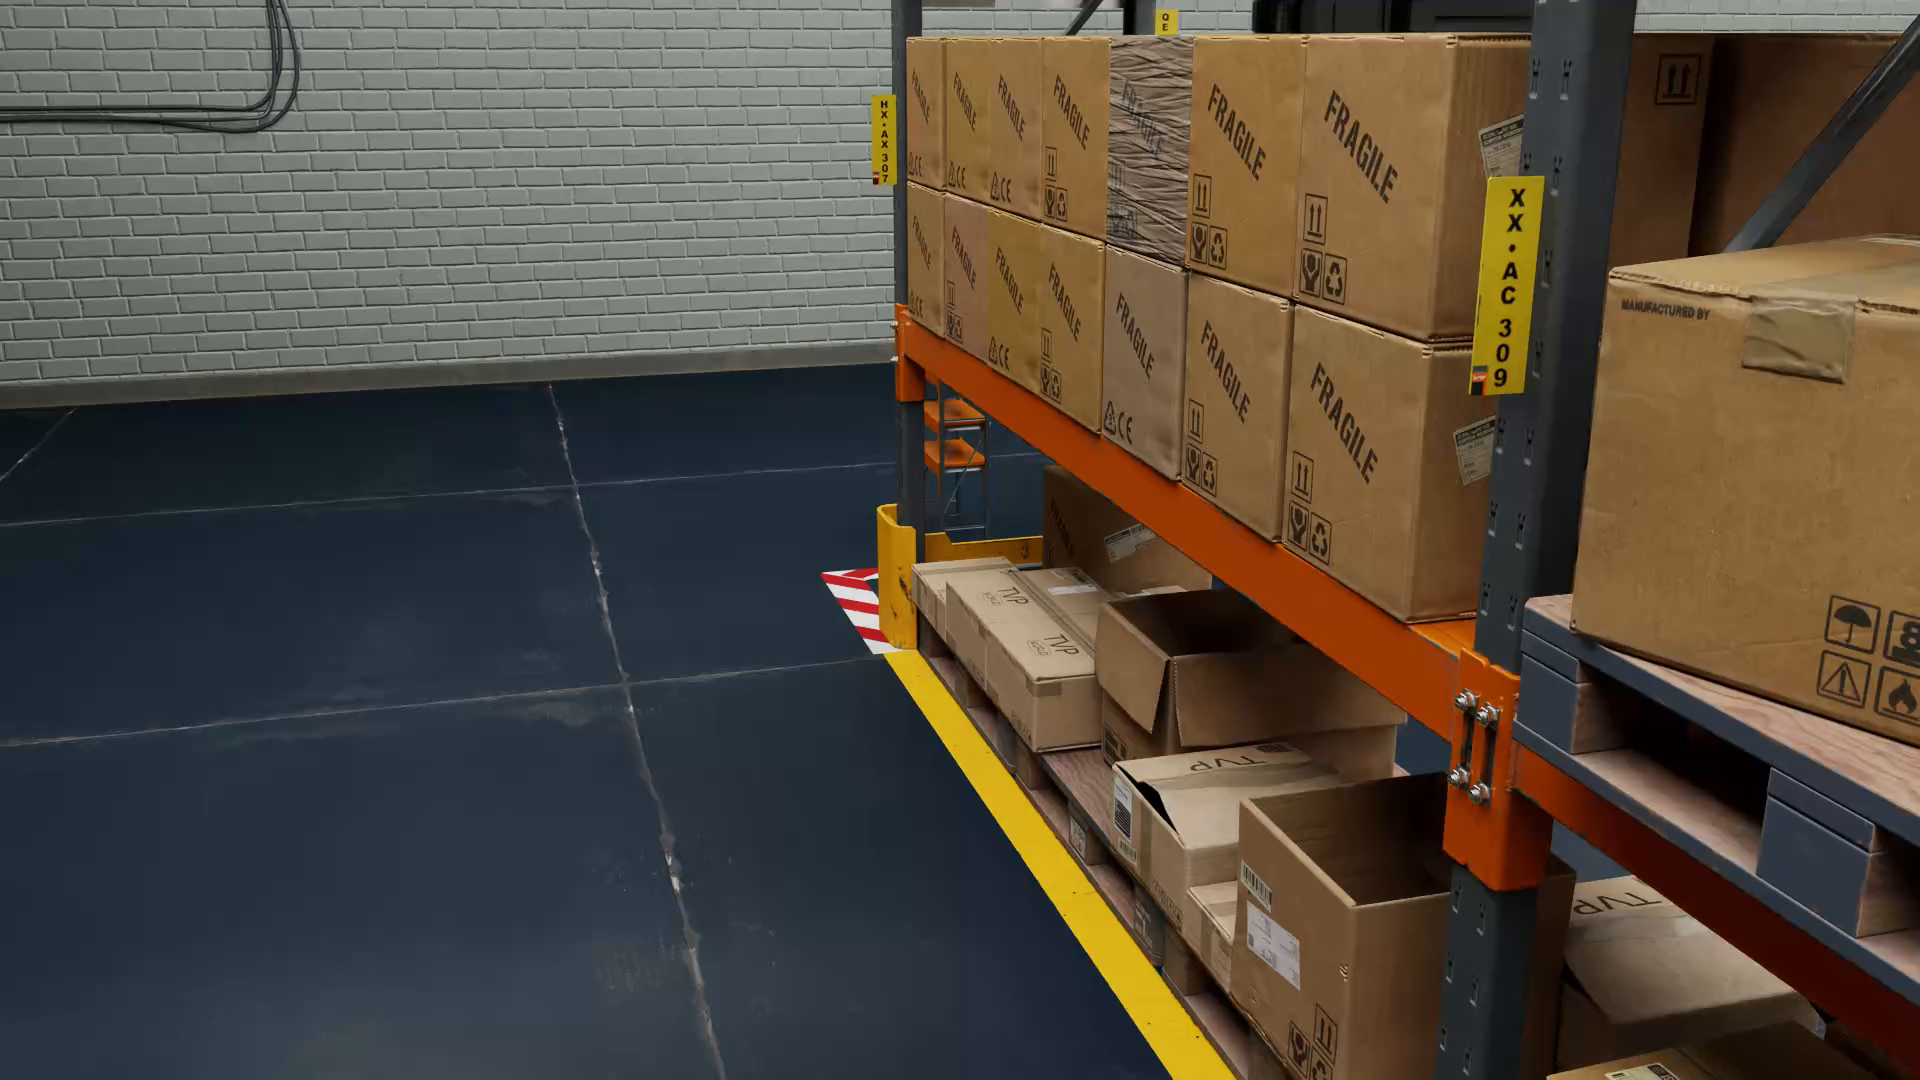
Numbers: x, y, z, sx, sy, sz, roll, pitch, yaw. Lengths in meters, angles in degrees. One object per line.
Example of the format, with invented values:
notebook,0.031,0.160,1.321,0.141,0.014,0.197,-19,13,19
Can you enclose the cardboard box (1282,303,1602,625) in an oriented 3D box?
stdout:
cardboard box,0.958,-0.175,3.148,0.500,0.500,0.500,-4,17,-14

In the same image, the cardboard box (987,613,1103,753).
cardboard box,0.395,0.440,5.289,0.500,0.250,0.500,-5,17,-15

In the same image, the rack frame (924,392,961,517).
rack frame,-0.113,-0.688,8.157,0.240,1.200,0.015,-5,17,-15

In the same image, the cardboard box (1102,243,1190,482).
cardboard box,0.672,-0.460,4.095,0.500,0.500,0.500,-4,17,-14

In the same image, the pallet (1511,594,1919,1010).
pallet,1.457,0.312,2.033,1.003,0.211,1.213,-5,17,-15

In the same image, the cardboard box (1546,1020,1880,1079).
cardboard box,1.241,1.130,2.556,0.500,0.500,0.500,-6,18,-18

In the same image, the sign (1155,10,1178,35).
sign,0.782,-1.860,6.368,0.100,0.325,0.005,-5,17,-15

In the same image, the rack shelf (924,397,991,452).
rack shelf,-0.045,-0.556,7.951,0.258,0.148,0.480,-5,17,-15

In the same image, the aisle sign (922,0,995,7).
aisle sign,-0.058,-2.357,6.064,0.394,0.787,0.004,-5,17,-15

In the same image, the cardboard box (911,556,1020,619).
cardboard box,0.028,0.182,6.324,0.380,0.149,0.250,-5,17,-15

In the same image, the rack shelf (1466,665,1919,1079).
rack shelf,1.892,0.888,1.031,1.077,0.370,4.000,-5,17,-15

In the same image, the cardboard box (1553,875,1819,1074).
cardboard box,1.435,0.934,3.536,0.500,0.311,0.500,-5,17,-15

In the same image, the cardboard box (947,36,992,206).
cardboard box,0.262,-1.355,5.337,0.500,0.500,0.500,-5,17,-15

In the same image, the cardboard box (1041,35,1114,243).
cardboard box,0.536,-1.076,4.408,0.500,0.500,0.500,-5,17,-16

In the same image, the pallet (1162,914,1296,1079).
pallet,1.154,1.136,3.803,1.003,0.211,1.213,-5,17,-15

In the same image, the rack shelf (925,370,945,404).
rack shelf,-0.045,-0.770,7.887,0.258,0.148,0.480,-5,17,-15

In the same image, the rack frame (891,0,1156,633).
rack frame,0.243,-1.116,6.453,1.000,3.000,0.127,-5,17,-15

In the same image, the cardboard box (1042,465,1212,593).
cardboard box,0.629,0.001,6.313,0.500,0.500,0.500,-5,17,-15

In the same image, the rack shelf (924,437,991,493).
rack shelf,-0.045,-0.366,8.008,0.258,0.148,0.480,-5,17,-15

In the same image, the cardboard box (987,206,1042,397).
cardboard box,0.393,-0.739,5.024,0.500,0.500,0.500,-5,17,-15

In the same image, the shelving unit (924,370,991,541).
shelving unit,-0.045,-0.620,7.932,0.258,1.200,0.503,-5,17,-15

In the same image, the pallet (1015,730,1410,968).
pallet,0.816,0.798,4.929,1.003,0.211,1.213,-5,17,-15

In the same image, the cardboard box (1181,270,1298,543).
cardboard box,0.815,-0.318,3.622,0.500,0.500,0.500,-4,17,-14

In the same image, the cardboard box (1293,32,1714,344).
cardboard box,0.954,-0.656,3.009,0.500,0.500,0.500,-5,17,-15

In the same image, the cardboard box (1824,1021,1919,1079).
cardboard box,1.753,1.091,2.687,0.500,0.500,0.500,-5,17,-16

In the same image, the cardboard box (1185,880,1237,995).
cardboard box,0.752,0.911,3.896,0.380,0.149,0.250,-5,17,-15

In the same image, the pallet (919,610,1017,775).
pallet,0.484,0.461,6.050,1.003,0.211,1.213,-5,17,-15

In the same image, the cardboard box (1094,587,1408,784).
cardboard box,0.821,0.456,4.794,0.797,0.503,0.637,-5,17,-15

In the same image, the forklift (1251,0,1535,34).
forklift,2.129,-1.485,7.800,3.031,2.935,1.130,-2,17,-7

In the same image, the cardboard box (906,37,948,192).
cardboard box,0.111,-1.499,5.817,0.500,0.500,0.500,-4,17,-14

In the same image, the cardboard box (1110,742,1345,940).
cardboard box,0.707,0.725,4.234,0.500,0.311,0.500,-5,17,-15

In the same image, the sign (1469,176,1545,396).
sign,0.823,-0.379,2.495,0.100,0.325,0.005,-5,17,-15

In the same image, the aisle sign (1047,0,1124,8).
aisle sign,0.519,-2.404,6.222,0.394,0.787,0.004,-5,17,-15

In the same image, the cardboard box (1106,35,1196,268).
cardboard box,0.673,-0.937,3.944,0.500,0.500,0.500,-5,17,-15

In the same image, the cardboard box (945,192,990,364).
cardboard box,0.258,-0.878,5.487,0.500,0.500,0.500,-5,17,-16

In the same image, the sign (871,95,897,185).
sign,-0.279,-1.488,6.185,0.100,0.325,0.005,-5,17,-15

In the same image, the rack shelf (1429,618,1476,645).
rack shelf,0.793,-0.312,4.687,0.919,0.124,3.809,-5,17,-15

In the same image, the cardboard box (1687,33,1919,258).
cardboard box,1.483,-0.689,3.119,0.500,0.500,0.500,-4,17,-14

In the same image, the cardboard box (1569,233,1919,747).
cardboard box,1.257,-0.110,2.200,0.700,0.500,0.500,-12,20,-34

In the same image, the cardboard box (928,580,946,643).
cardboard box,0.096,0.243,6.091,0.380,0.166,0.250,-5,17,-15

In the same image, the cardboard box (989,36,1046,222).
cardboard box,0.395,-1.216,4.875,0.500,0.500,0.500,-4,17,-14

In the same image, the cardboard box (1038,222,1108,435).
cardboard box,0.529,-0.600,4.563,0.500,0.500,0.500,-4,17,-15

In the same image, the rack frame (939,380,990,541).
rack frame,0.022,-0.553,7.707,0.240,1.200,0.015,-5,17,-15

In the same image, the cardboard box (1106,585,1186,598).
cardboard box,0.654,0.280,5.965,0.380,0.166,0.250,-5,17,-15

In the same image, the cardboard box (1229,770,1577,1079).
cardboard box,0.913,0.842,3.516,0.500,0.500,0.500,-5,17,-15

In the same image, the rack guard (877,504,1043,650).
rack guard,0.264,0.102,6.743,1.175,0.500,0.348,-5,17,-15

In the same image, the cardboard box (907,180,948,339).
cardboard box,0.111,-1.020,5.960,0.500,0.500,0.500,-4,17,-14
